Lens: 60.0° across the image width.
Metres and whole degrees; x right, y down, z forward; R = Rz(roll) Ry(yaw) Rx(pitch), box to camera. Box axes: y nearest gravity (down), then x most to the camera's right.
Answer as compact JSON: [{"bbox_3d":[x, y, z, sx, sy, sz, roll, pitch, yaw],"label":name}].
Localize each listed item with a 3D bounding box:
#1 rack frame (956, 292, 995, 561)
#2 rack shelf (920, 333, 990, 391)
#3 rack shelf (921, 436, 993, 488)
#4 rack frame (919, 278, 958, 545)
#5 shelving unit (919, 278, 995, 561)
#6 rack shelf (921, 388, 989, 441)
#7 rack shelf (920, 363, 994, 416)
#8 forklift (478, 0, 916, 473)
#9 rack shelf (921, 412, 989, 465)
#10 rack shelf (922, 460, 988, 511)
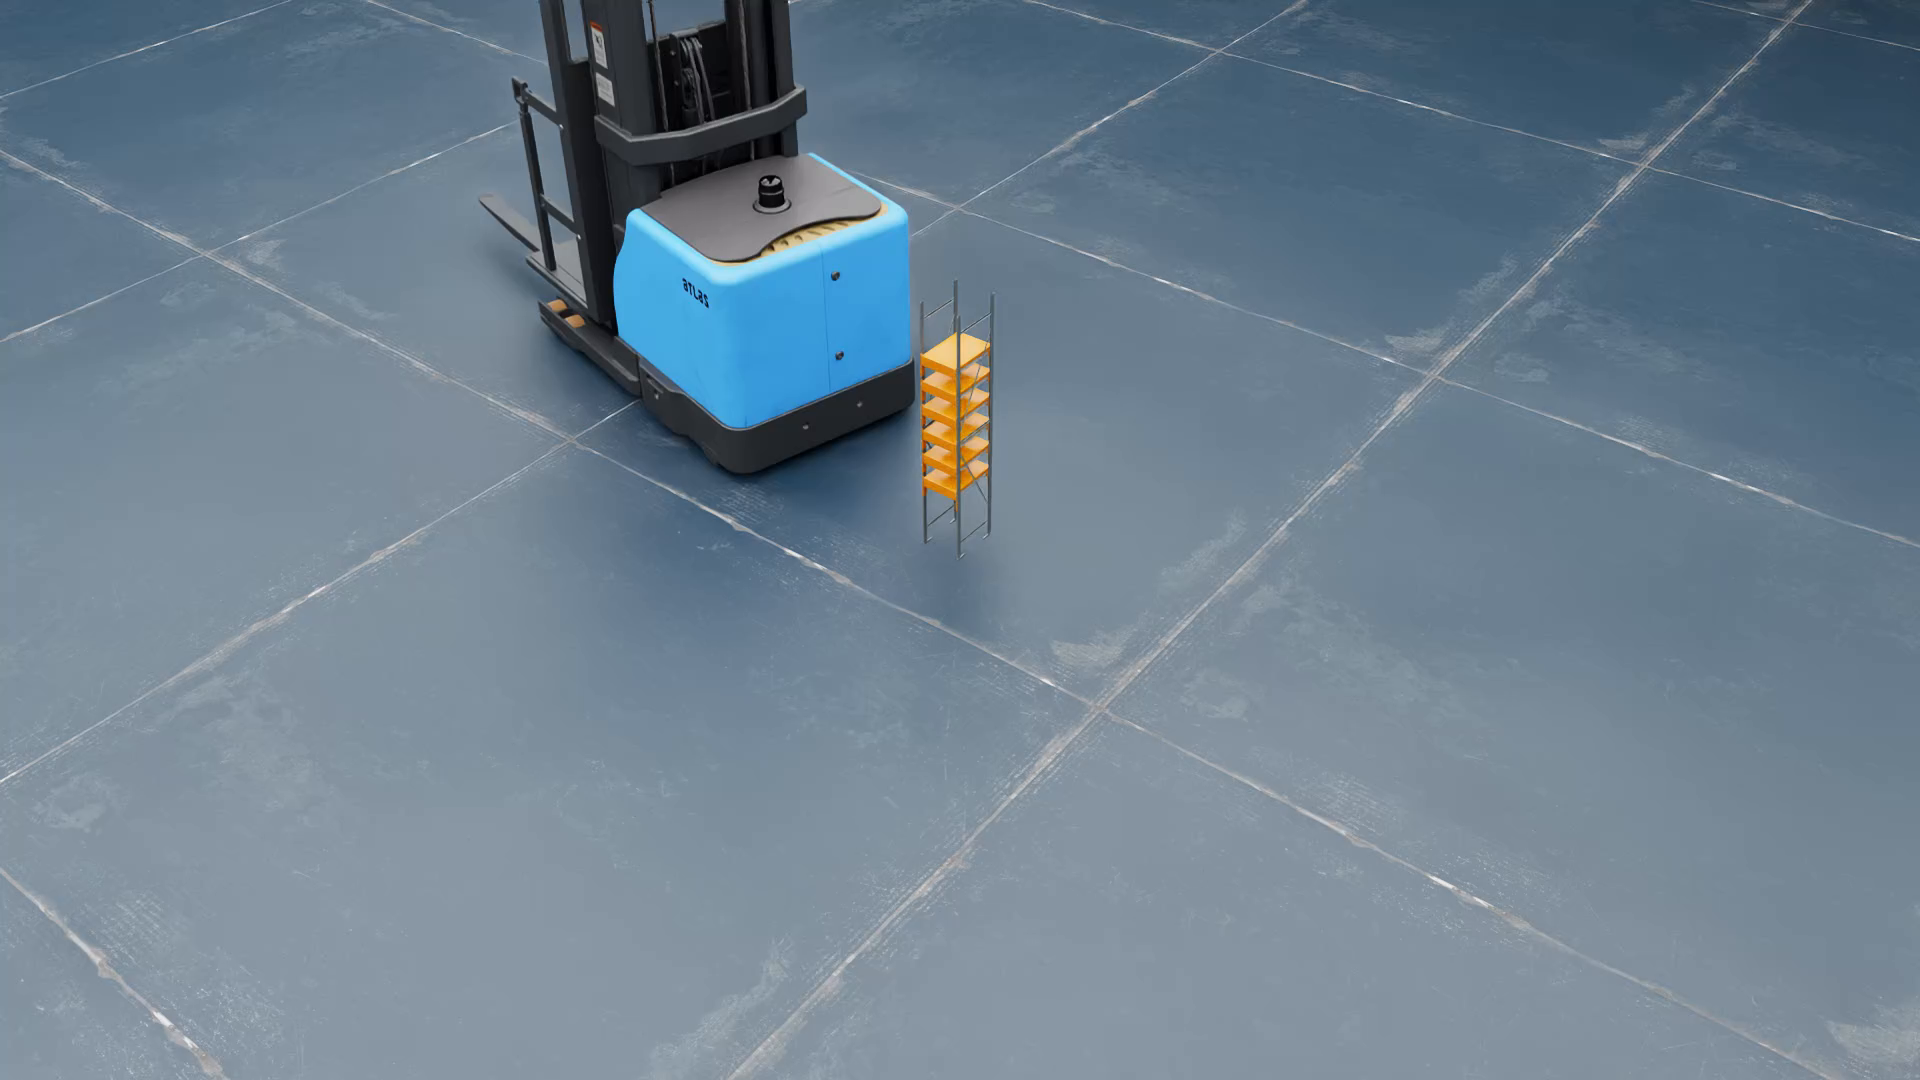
[{"bbox_3d":[0.061,-0.444,6.843,0.006,1.200,0.240,25,45,29],"label":"rack frame"},{"bbox_3d":[-0.012,-0.726,6.693,0.180,0.103,0.258,25,45,29],"label":"rack shelf"},{"bbox_3d":[-0.011,-0.348,6.988,0.180,0.103,0.258,25,45,29],"label":"rack shelf"},{"bbox_3d":[-0.084,-0.512,6.931,0.006,1.200,0.240,25,45,29],"label":"rack frame"},{"bbox_3d":[-0.012,-0.478,6.887,0.189,1.200,0.258,25,45,29],"label":"shelving unit"},{"bbox_3d":[-0.012,-0.537,6.840,0.180,0.103,0.258,25,45,29],"label":"rack shelf"},{"bbox_3d":[-0.012,-0.632,6.766,0.180,0.103,0.258,25,45,29],"label":"rack shelf"},{"bbox_3d":[-1.517,-2.305,7.816,1.130,2.935,3.031,-26,45,-29],"label":"forklift"},{"bbox_3d":[-0.012,-0.443,6.914,0.180,0.103,0.258,25,45,29],"label":"rack shelf"},{"bbox_3d":[-0.011,-0.254,7.062,0.180,0.103,0.258,25,45,29],"label":"rack shelf"}]
